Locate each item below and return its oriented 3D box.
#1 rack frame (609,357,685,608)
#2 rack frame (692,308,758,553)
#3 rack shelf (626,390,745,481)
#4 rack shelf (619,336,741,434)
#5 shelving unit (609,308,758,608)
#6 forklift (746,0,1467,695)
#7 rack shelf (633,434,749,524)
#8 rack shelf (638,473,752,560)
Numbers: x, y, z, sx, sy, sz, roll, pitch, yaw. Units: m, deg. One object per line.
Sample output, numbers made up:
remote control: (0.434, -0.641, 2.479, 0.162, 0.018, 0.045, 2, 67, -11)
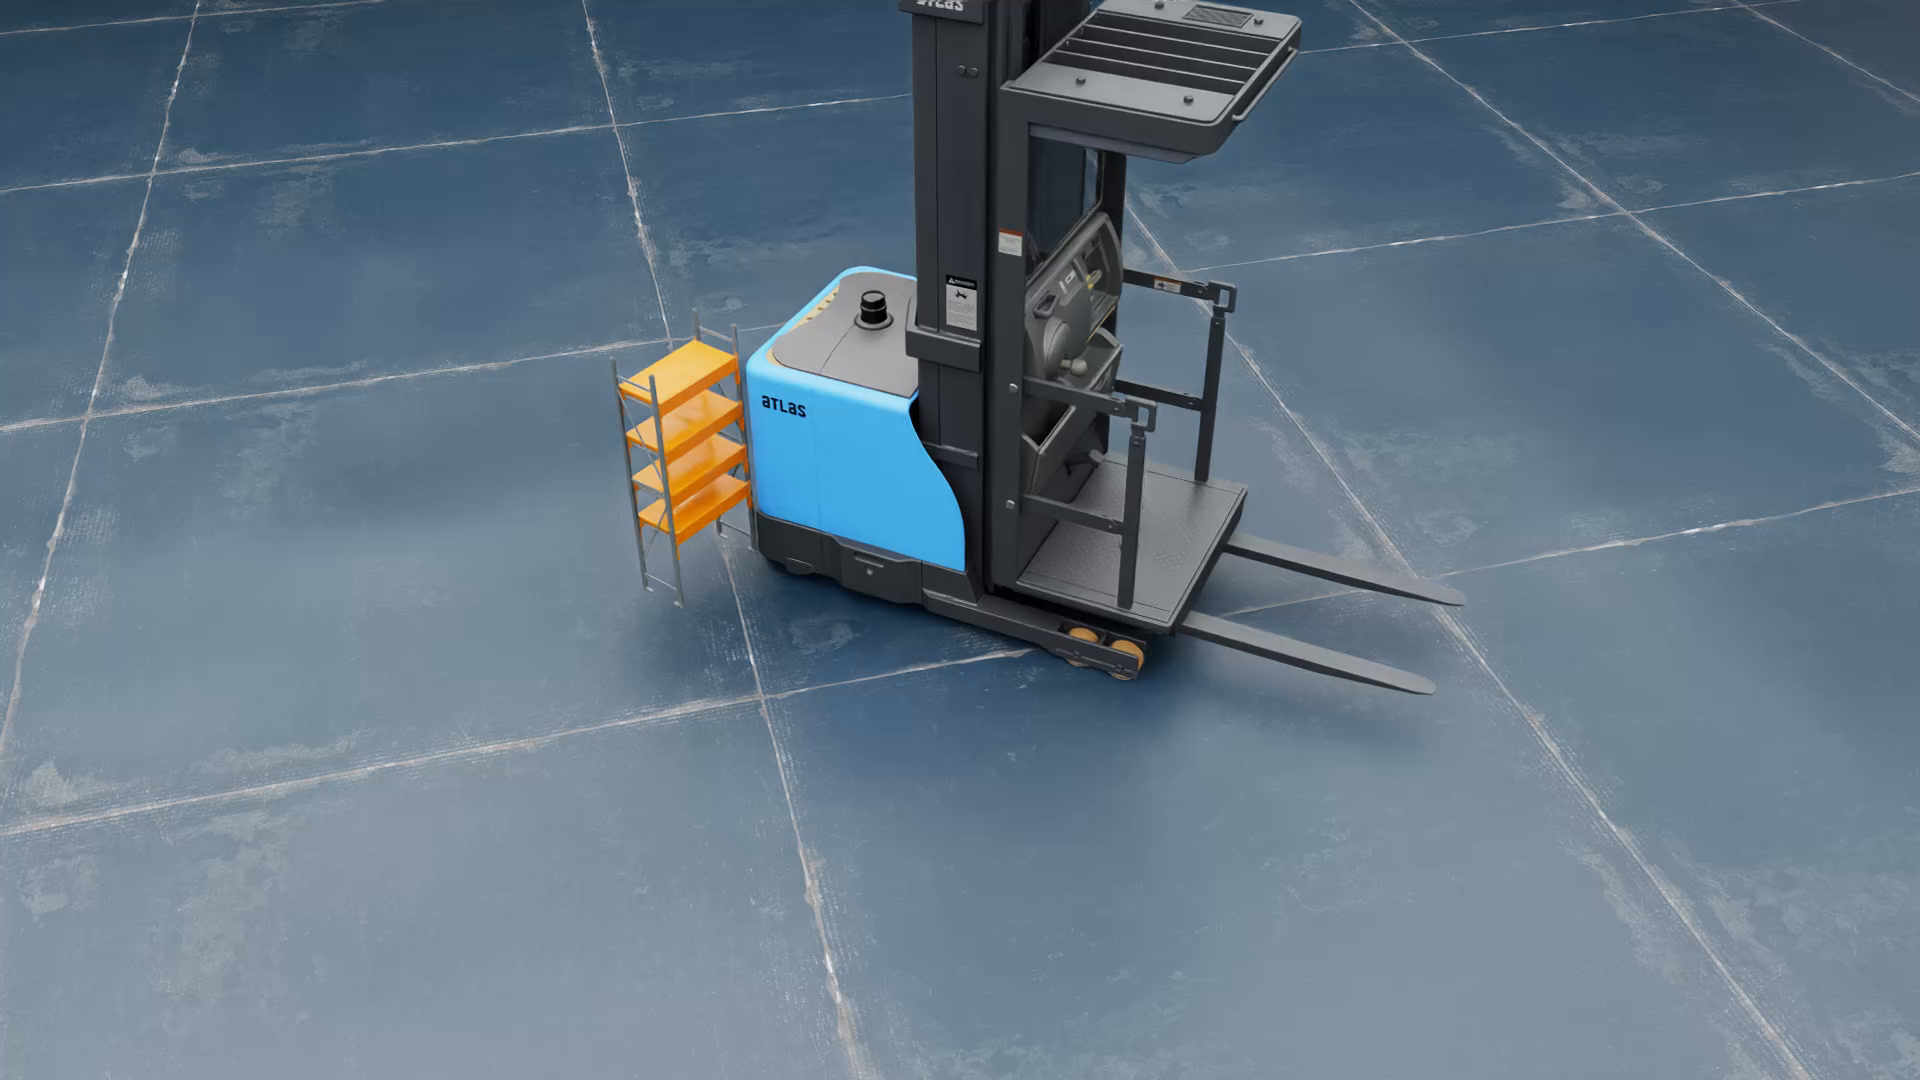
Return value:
rack frame: (-1.320, -0.221, 7.051, 0.240, 1.200, 0.015, 24, 43, 28)
rack frame: (-1.035, -0.462, 7.366, 0.240, 1.200, 0.015, 24, 43, 28)
rack shelf: (-1.178, -0.466, 7.114, 0.258, 0.148, 0.480, 24, 43, 28)
rack shelf: (-1.178, -0.654, 6.970, 0.258, 0.148, 0.480, 24, 43, 28)
shelving unit: (-1.178, -0.341, 7.209, 0.258, 1.200, 0.503, 24, 43, 28)
forklift: (0.642, -0.947, 6.576, 3.031, 2.935, 1.130, 16, 40, 20)
rack shelf: (-1.178, -0.288, 7.249, 0.258, 0.148, 0.480, 24, 43, 28)
rack shelf: (-1.178, -0.130, 7.370, 0.258, 0.148, 0.480, 24, 43, 28)
